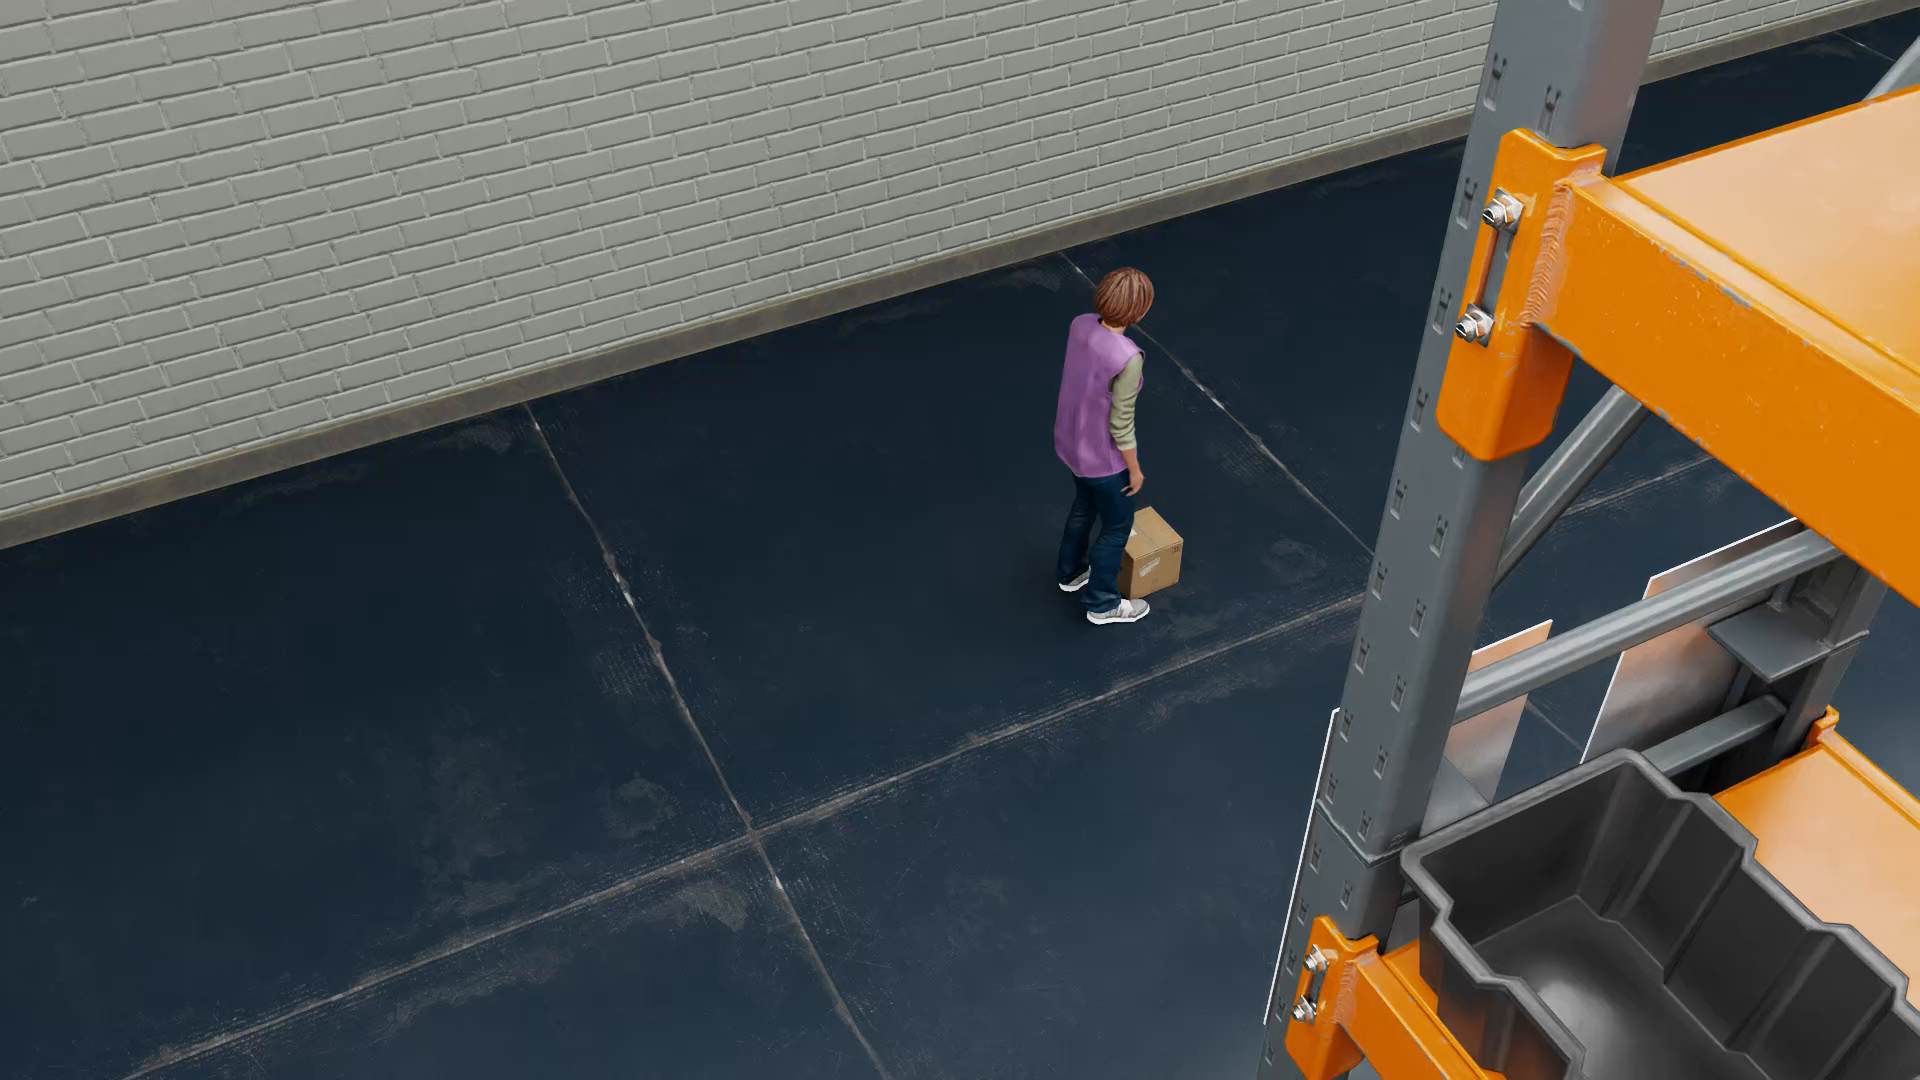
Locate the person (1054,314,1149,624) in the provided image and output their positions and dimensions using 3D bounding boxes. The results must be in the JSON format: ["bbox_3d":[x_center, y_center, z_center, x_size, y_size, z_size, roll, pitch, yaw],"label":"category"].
[{"bbox_3d":[0.556,-0.281,6.632,0.341,1.392,0.460,-20,46,-21],"label":"person"}]
